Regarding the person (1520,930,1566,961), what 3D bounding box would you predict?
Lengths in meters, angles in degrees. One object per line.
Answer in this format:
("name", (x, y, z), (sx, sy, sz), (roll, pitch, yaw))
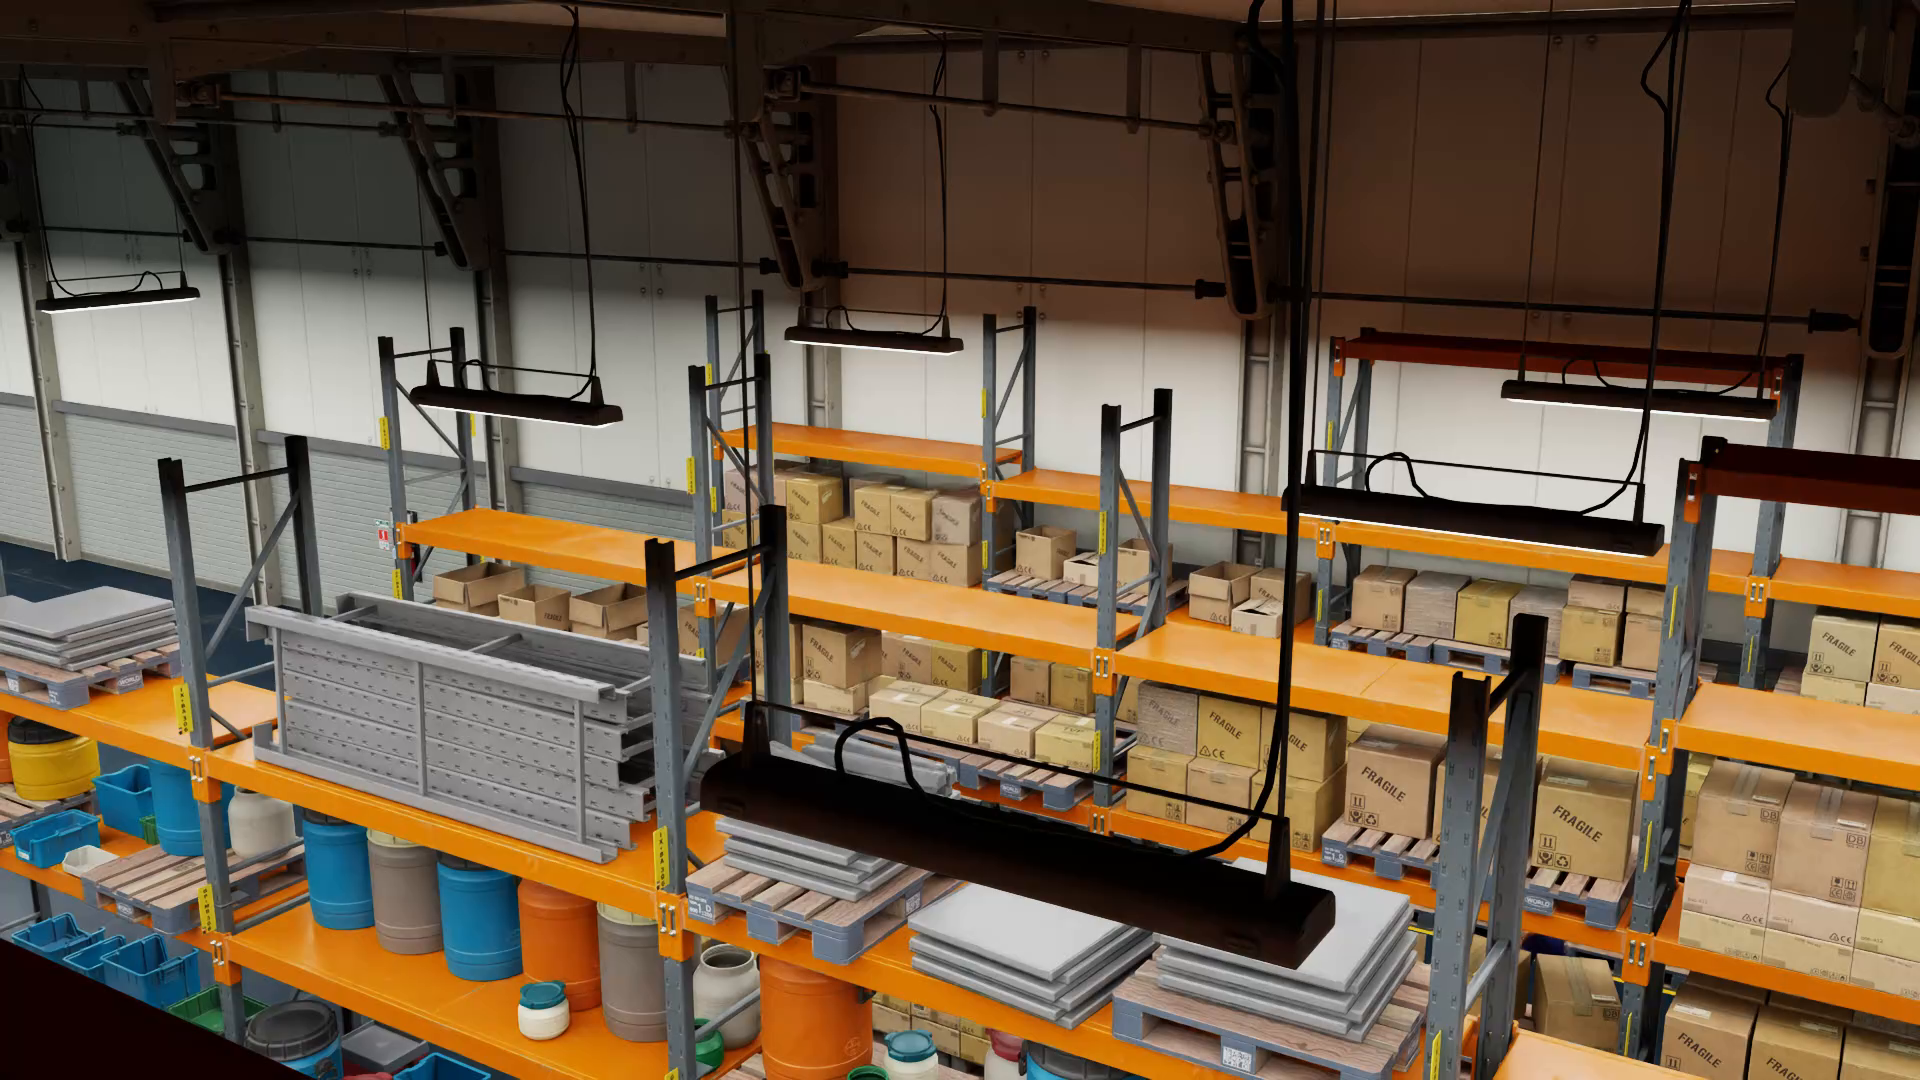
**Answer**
("person", (5.302, 3.628, 15.217), (1.069, 1.579, 0.473), (4, 14, 17))
